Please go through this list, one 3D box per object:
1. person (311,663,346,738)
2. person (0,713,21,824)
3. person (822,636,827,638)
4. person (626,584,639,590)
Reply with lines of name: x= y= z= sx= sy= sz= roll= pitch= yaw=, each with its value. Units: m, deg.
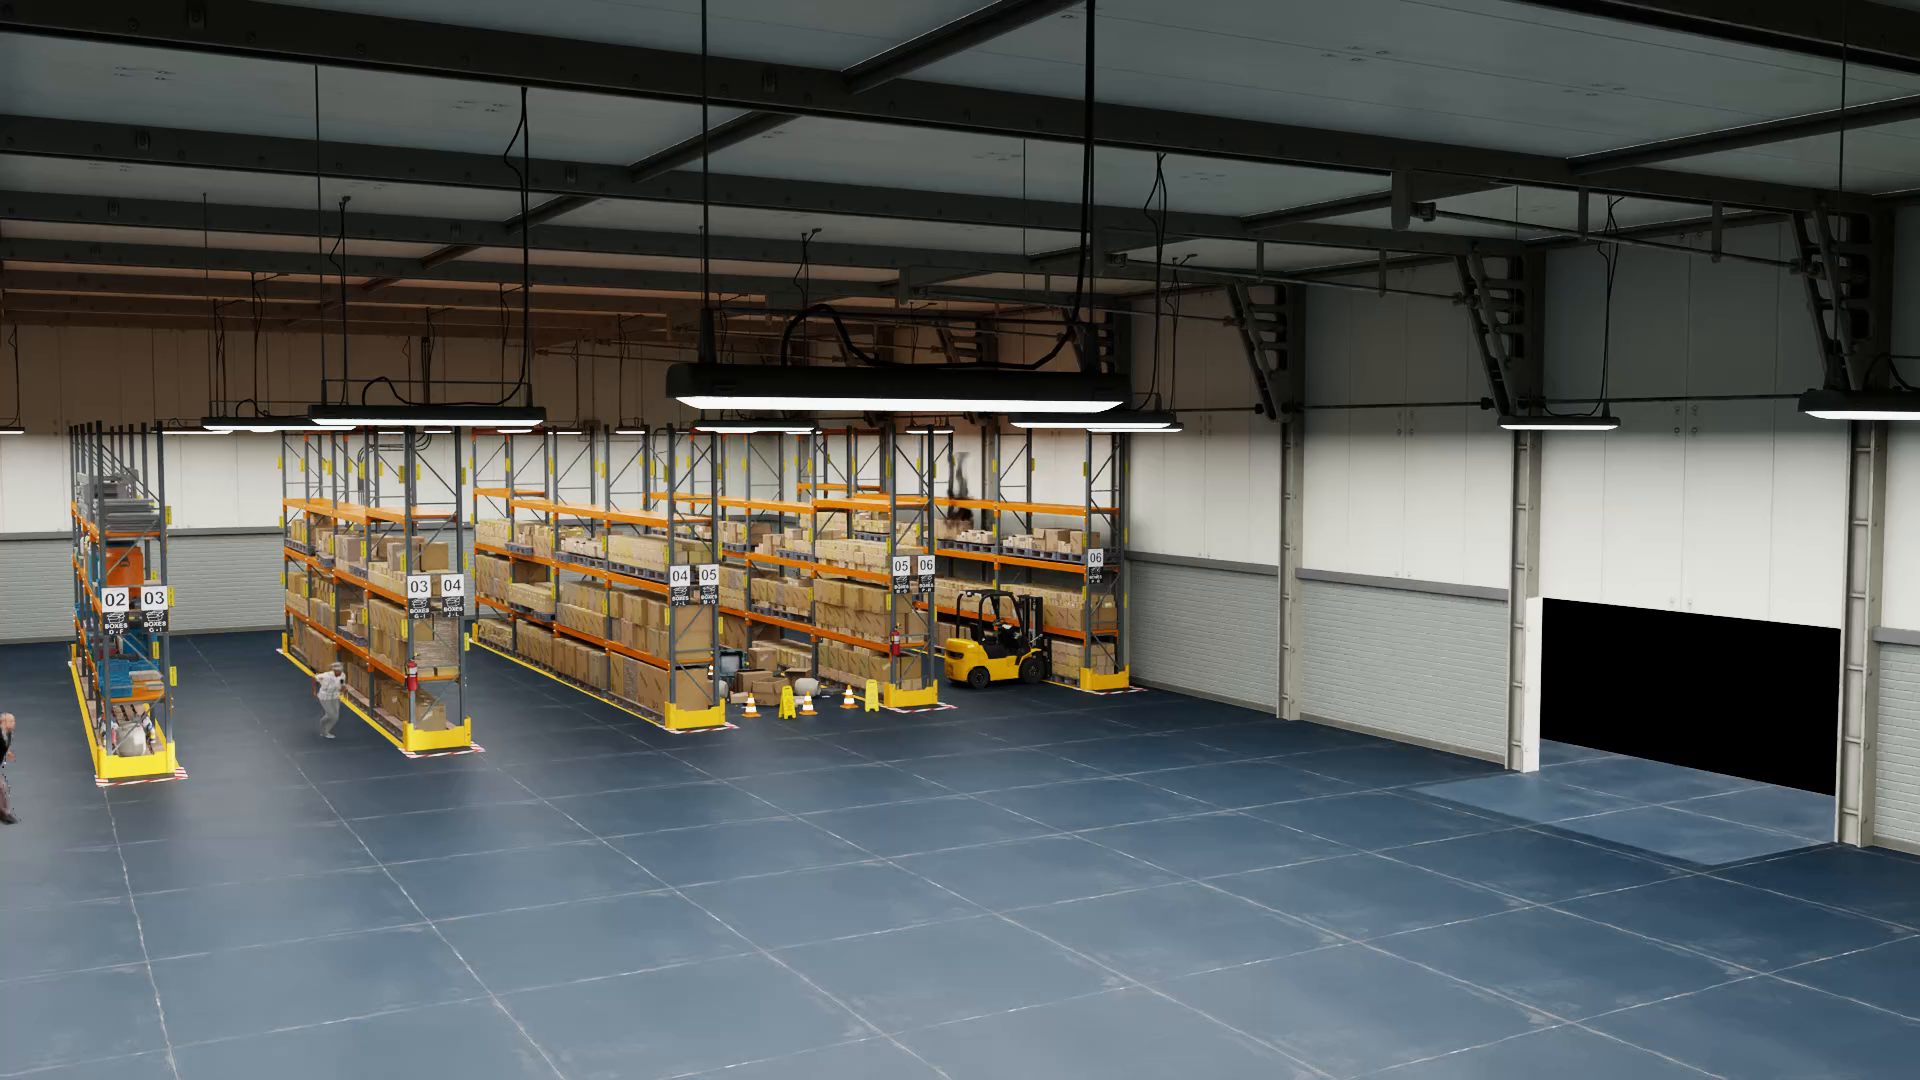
person: x=-11.934 y=3.044 z=31.489 sx=0.785 sy=1.485 sz=0.596 roll=3 pitch=5 yaw=40
person: x=-14.453 y=3.404 z=24.594 sx=1.007 sy=1.676 sz=0.696 roll=0 pitch=4 yaw=1
person: x=-3.607 y=2.266 z=44.309 sx=0.570 sy=1.440 sz=0.828 roll=-2 pitch=4 yaw=-32
person: x=-9.802 y=1.849 z=50.169 sx=0.984 sy=1.584 sz=0.540 roll=-2 pitch=4 yaw=-33
